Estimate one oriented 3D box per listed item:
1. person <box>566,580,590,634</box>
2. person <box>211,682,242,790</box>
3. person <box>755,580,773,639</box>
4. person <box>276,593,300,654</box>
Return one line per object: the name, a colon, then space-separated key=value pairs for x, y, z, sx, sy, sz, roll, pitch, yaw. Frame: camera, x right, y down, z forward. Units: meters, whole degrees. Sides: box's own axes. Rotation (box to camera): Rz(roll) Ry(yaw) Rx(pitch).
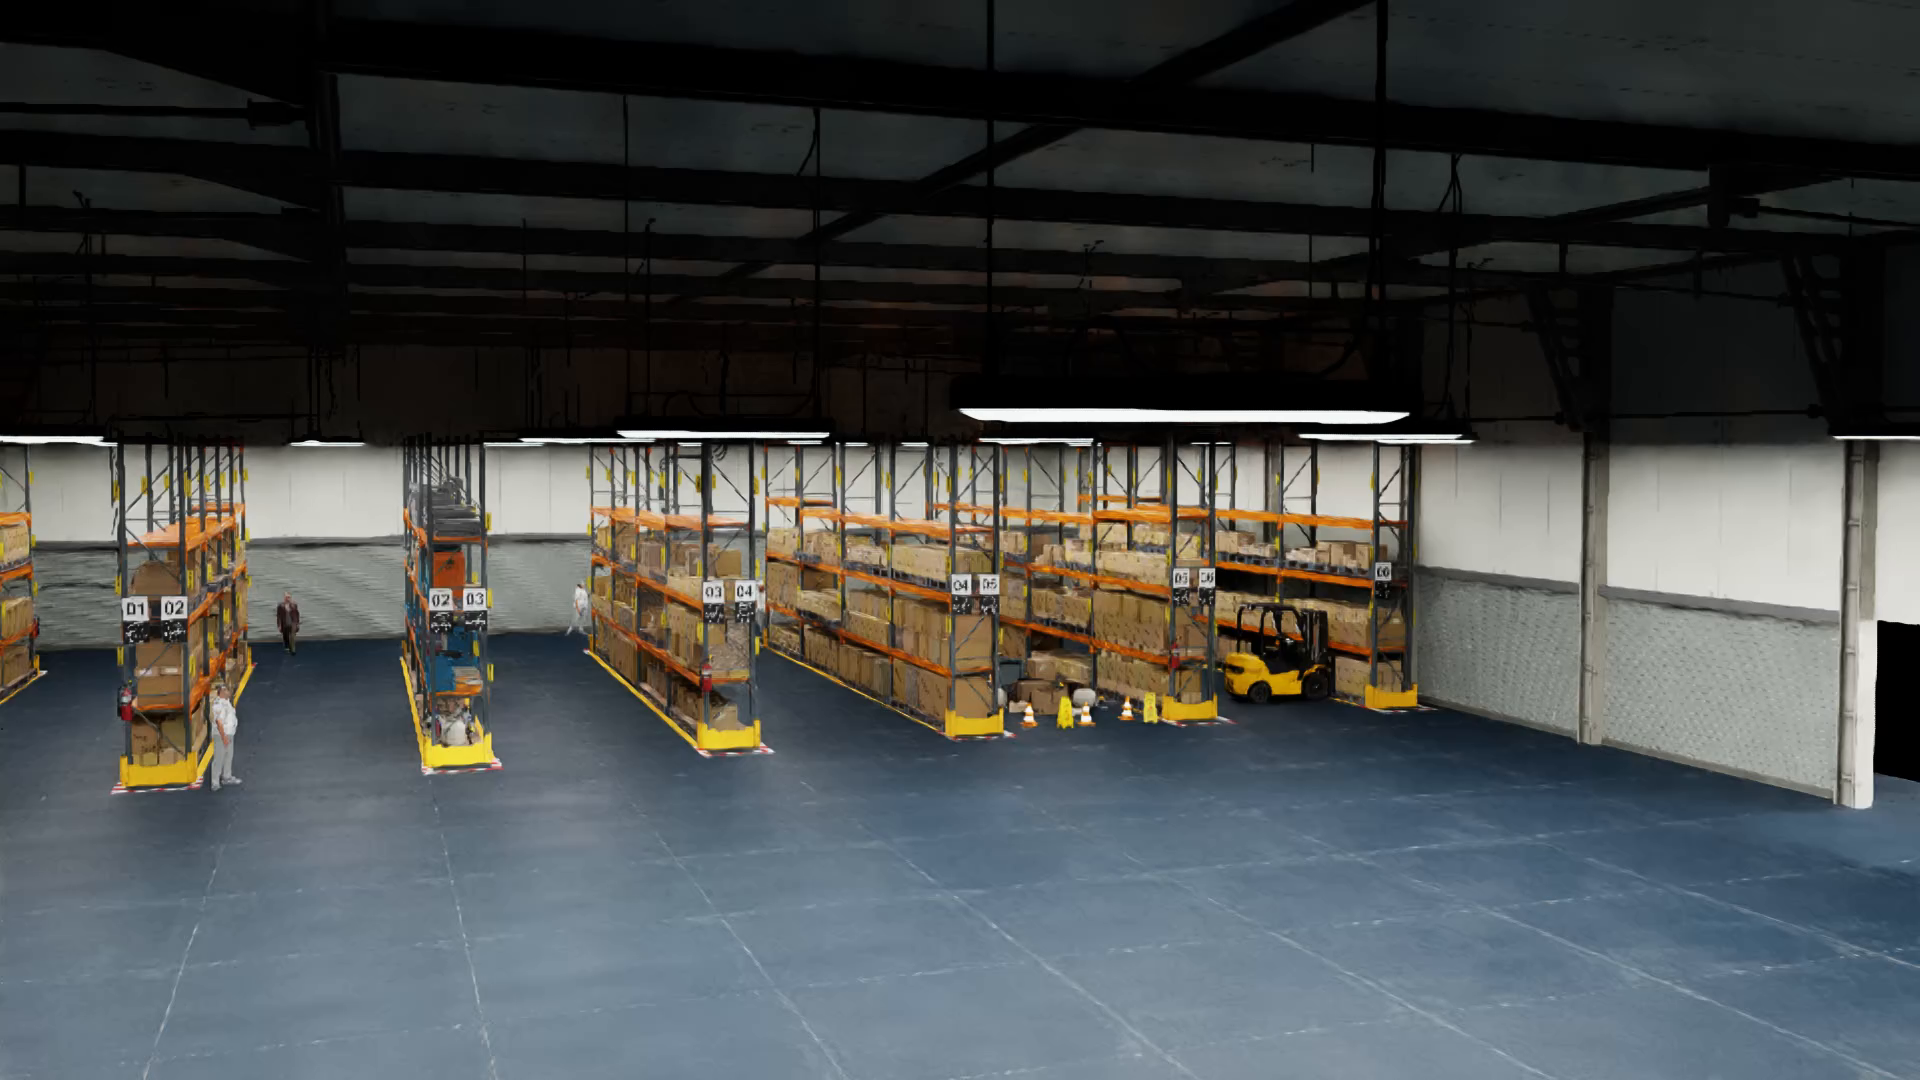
person: x=-11.769 y=2.074 z=51.095 sx=0.521 sy=1.657 sz=0.691 roll=2 pitch=4 yaw=26
person: x=-12.411 y=3.272 z=28.040 sx=0.405 sy=1.765 sz=0.716 roll=0 pitch=3 yaw=-9
person: x=-5.860 y=2.079 z=49.886 sx=0.598 sy=1.772 sz=0.569 roll=1 pitch=3 yaw=15
person: x=-18.633 y=2.301 z=46.111 sx=0.598 sy=1.698 sz=1.193 roll=-1 pitch=3 yaw=-18
